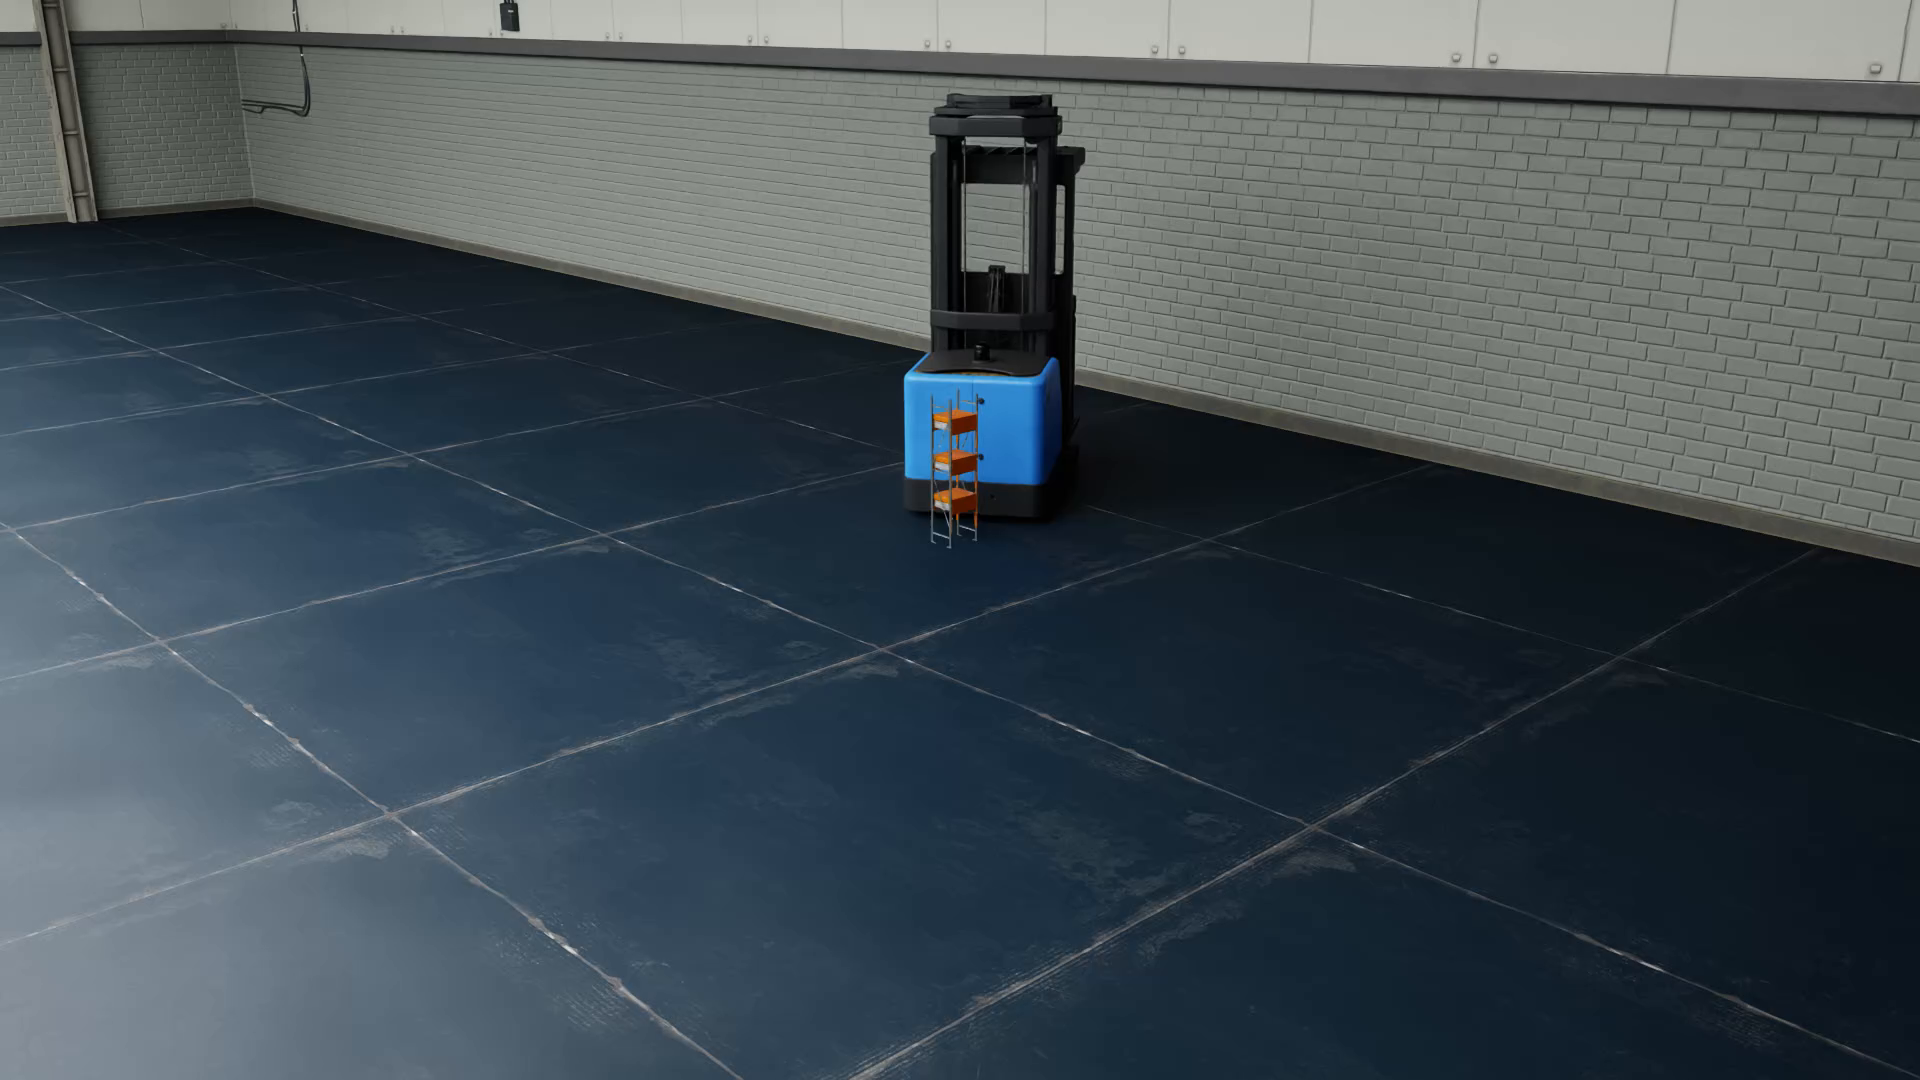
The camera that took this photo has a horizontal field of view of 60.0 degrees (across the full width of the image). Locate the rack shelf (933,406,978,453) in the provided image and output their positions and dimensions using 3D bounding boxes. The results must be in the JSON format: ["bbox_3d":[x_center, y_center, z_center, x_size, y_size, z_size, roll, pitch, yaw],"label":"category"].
[{"bbox_3d":[-0.039,-0.748,11.325,0.240,0.259,0.215,-16,24,-41],"label":"rack shelf"}]

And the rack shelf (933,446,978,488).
[{"bbox_3d":[-0.039,-0.478,11.412,0.240,0.259,0.215,-16,24,-41],"label":"rack shelf"}]

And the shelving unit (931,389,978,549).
[{"bbox_3d":[-0.039,-0.488,11.409,0.252,1.050,0.215,-16,24,-41],"label":"shelving unit"}]

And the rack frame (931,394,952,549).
[{"bbox_3d":[-0.128,-0.462,11.329,0.008,1.050,0.200,-16,24,-41],"label":"rack frame"}]

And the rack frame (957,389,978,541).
[{"bbox_3d":[0.050,-0.514,11.489,0.008,1.050,0.200,-16,24,-41],"label":"rack frame"}]

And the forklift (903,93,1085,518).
[{"bbox_3d":[0.363,-1.969,12.925,1.130,2.935,3.031,3,18,10],"label":"forklift"}]

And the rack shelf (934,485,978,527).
[{"bbox_3d":[-0.039,-0.214,11.498,0.240,0.259,0.215,-16,24,-41],"label":"rack shelf"}]

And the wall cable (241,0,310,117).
[{"bbox_3d":[-11.937,-8.583,28.522,0.112,2.526,3.097,-16,24,-41],"label":"wall cable"}]

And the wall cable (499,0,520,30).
[{"bbox_3d":[-5.426,-9.547,20.946,0.169,6.003,2.305,-16,24,-41],"label":"wall cable"}]

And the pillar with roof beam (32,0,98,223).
[{"bbox_3d":[-12.029,-8.767,24.056,0.400,9.000,9.100,-16,24,-41],"label":"pillar with roof beam"}]
